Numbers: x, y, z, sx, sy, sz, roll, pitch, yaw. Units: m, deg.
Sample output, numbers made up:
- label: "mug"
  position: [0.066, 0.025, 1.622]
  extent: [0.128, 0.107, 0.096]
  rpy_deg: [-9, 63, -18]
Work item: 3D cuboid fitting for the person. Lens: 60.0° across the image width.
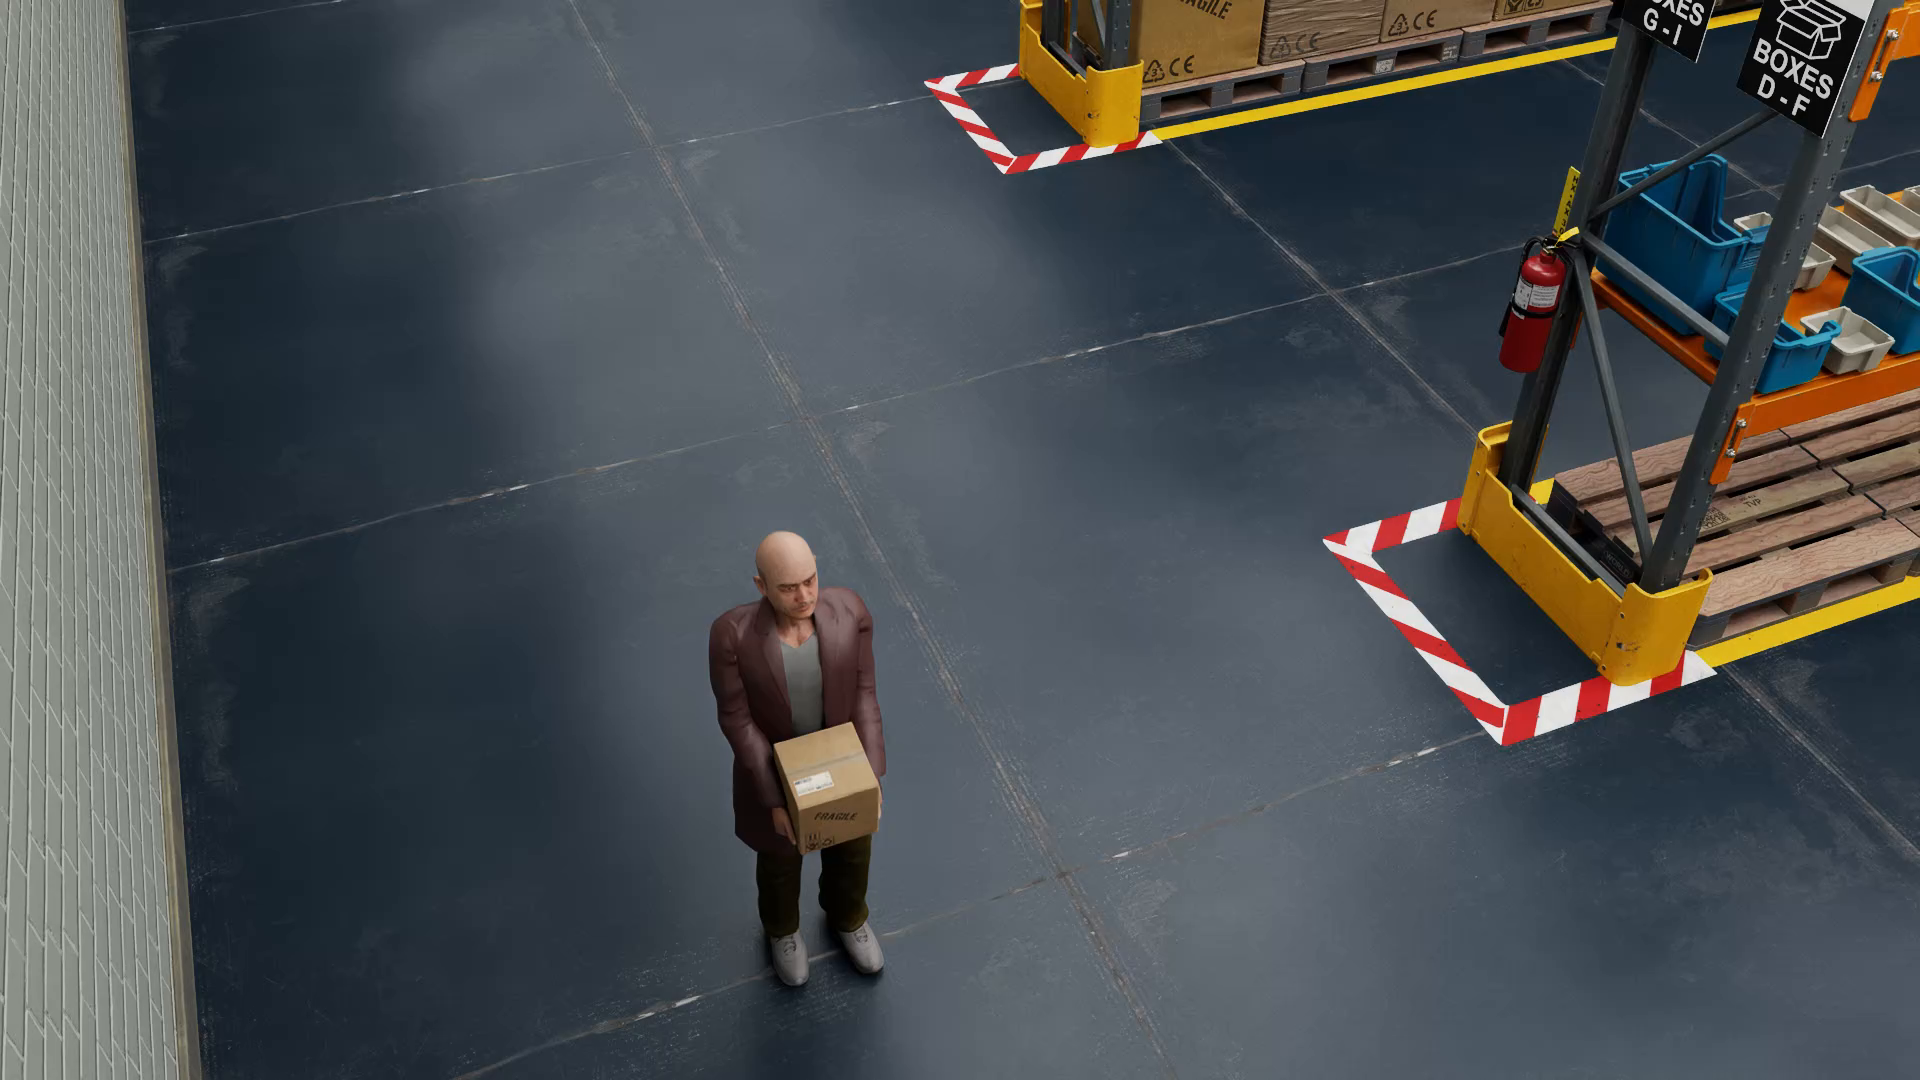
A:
- label: "person"
  position: [-0.464, 0.774, 5.290]
  extent: [0.529, 1.770, 0.555]
  rpy_deg: [-15, 43, -16]
